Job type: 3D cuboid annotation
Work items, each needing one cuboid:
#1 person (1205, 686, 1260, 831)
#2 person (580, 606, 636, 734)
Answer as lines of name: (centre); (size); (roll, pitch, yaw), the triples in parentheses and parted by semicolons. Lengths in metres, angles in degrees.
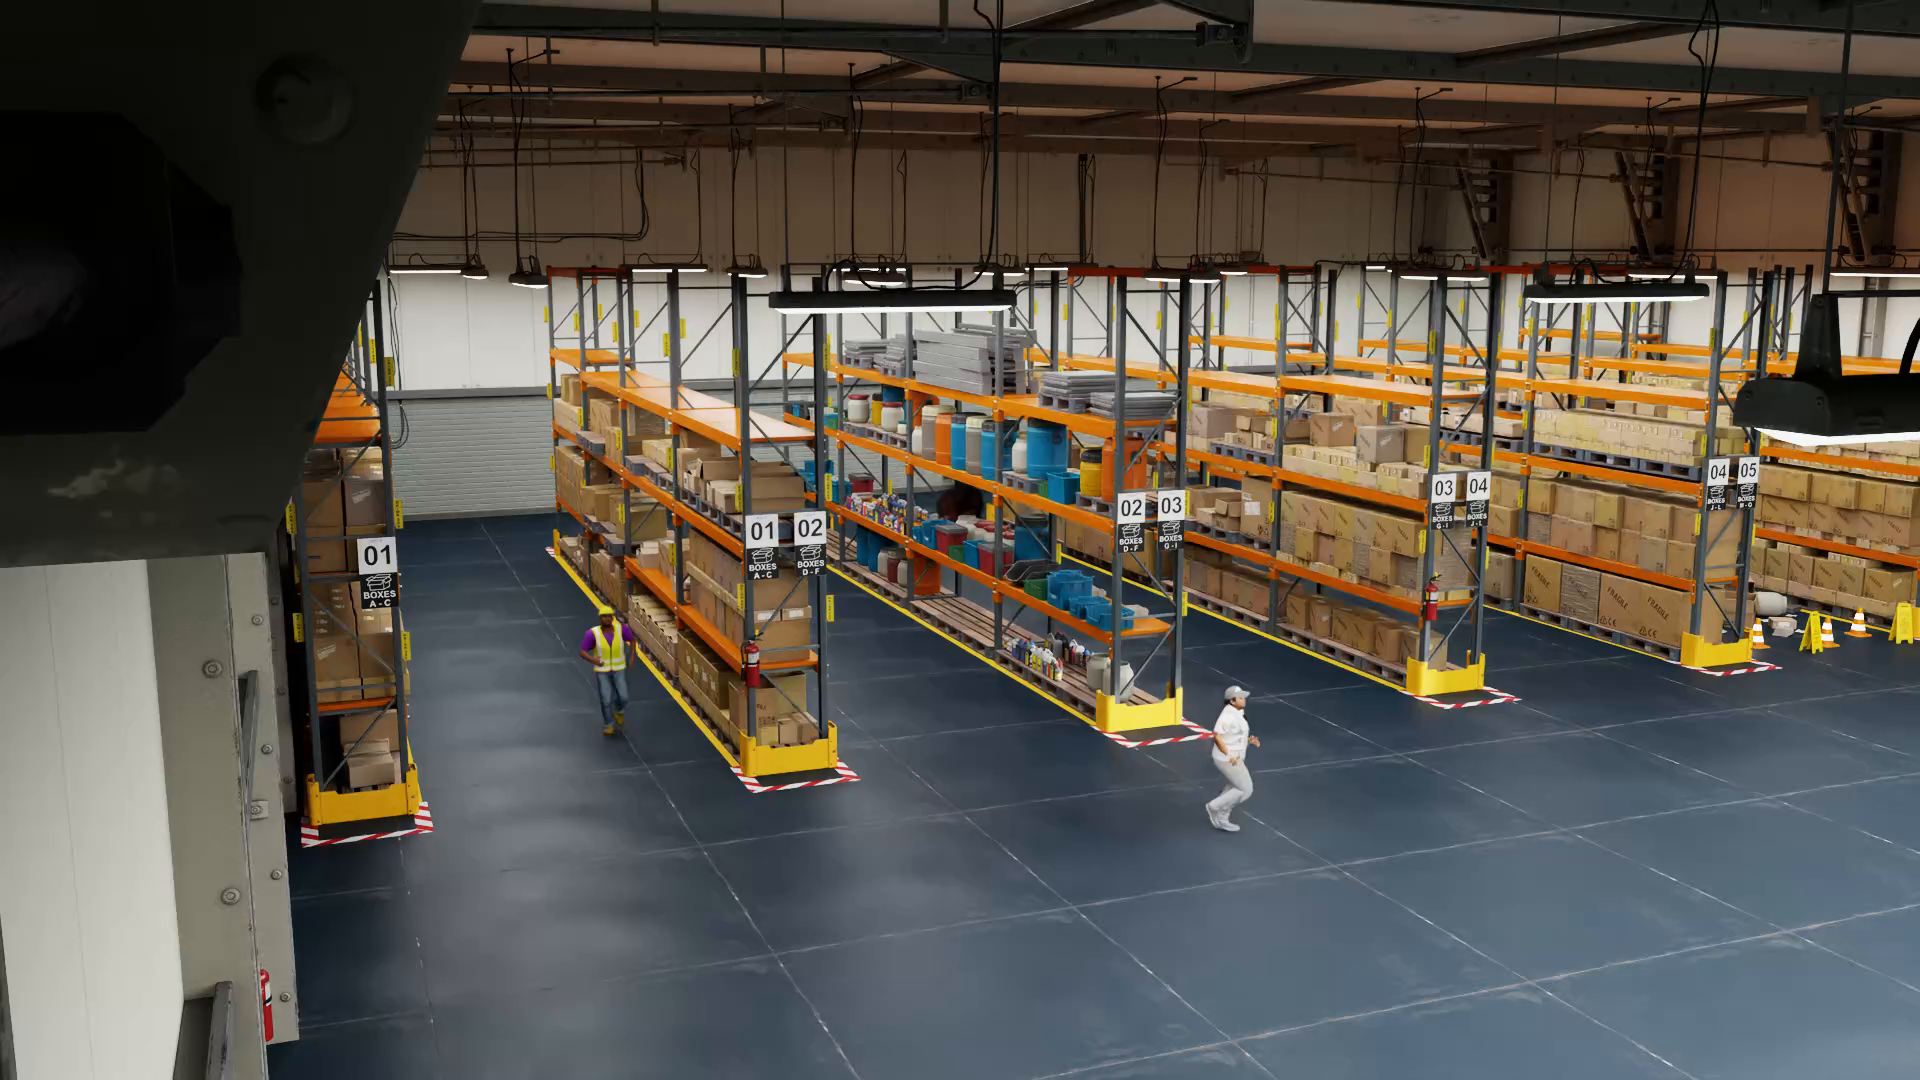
person: (3.001, 2.395, 18.264); (0.567, 1.637, 0.594); (2, 10, 11)
person: (-4.583, 1.715, 21.795); (0.756, 1.730, 0.558); (-4, 11, -21)
